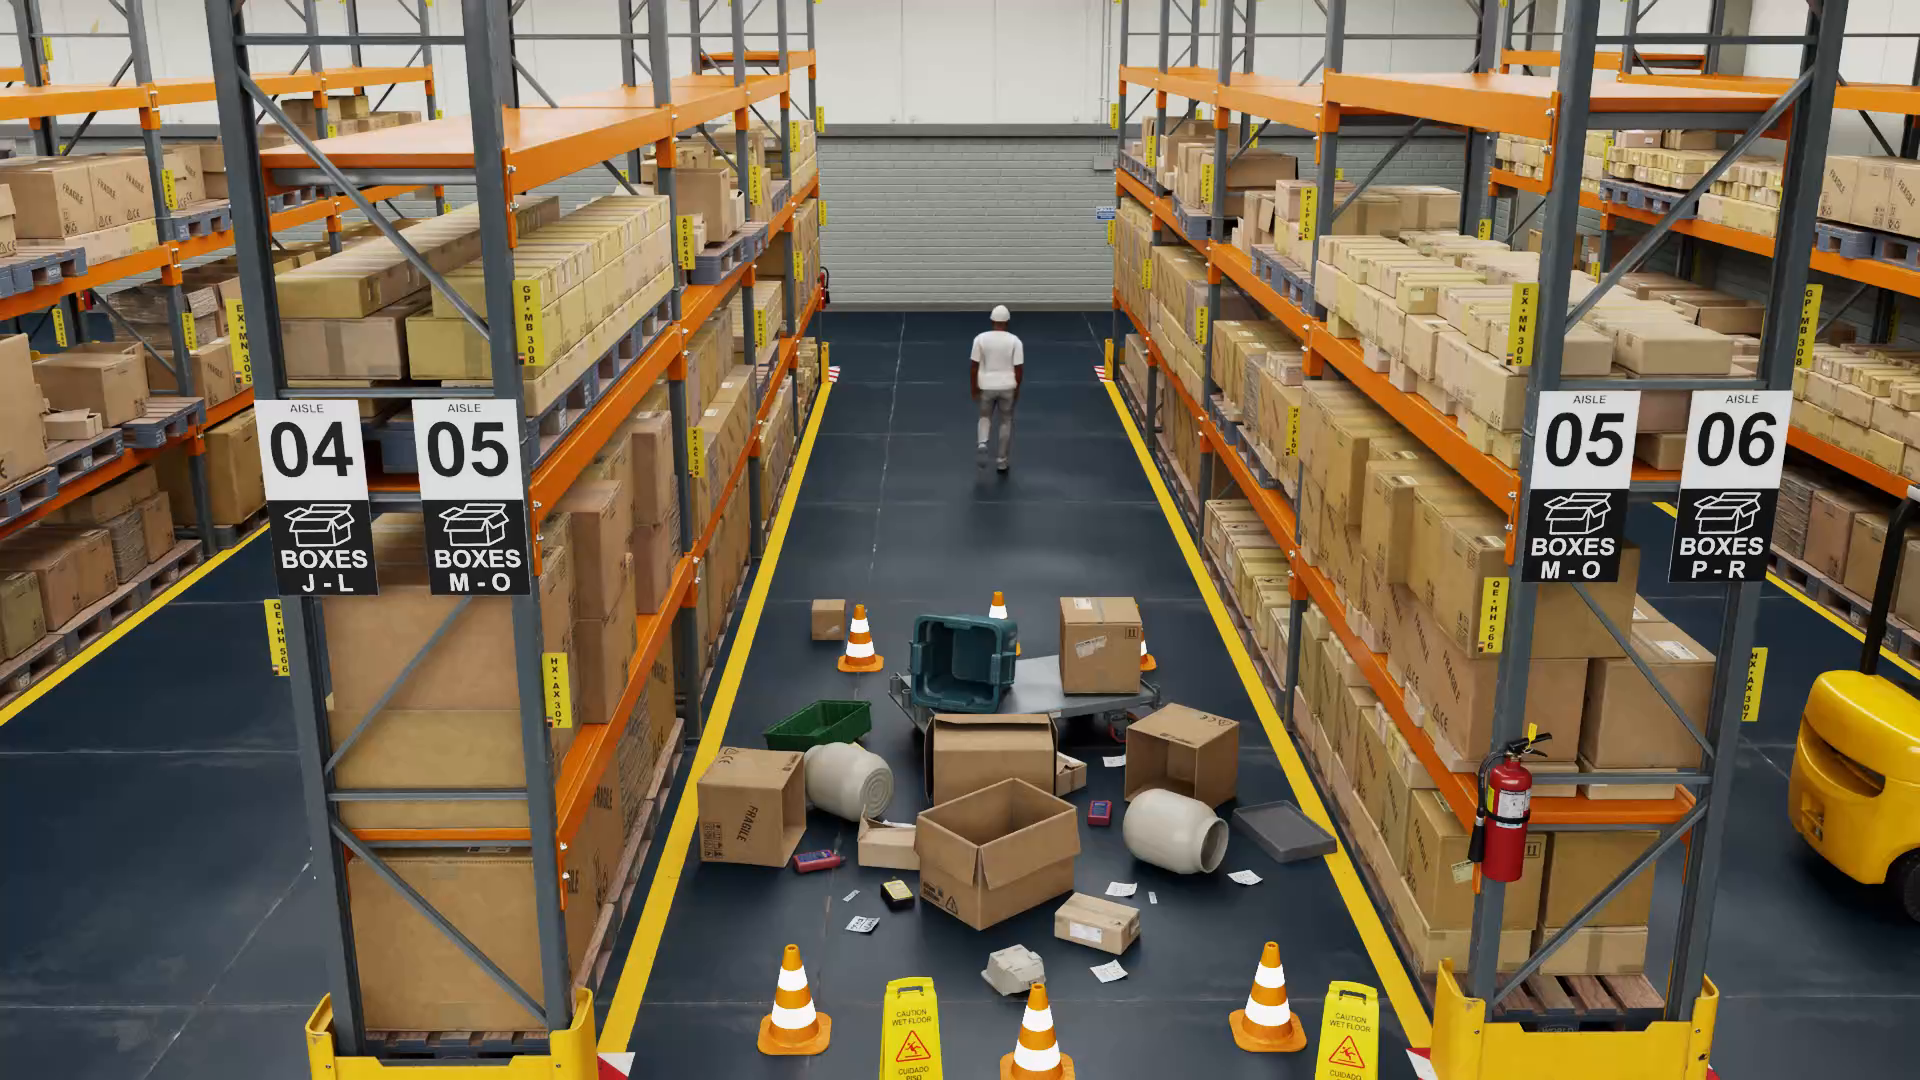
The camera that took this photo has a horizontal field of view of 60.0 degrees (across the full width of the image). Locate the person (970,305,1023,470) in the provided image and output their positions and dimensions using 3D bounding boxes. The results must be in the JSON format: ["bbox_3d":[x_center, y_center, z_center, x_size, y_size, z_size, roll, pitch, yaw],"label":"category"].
[{"bbox_3d":[0.383,-1.606,17.668,0.575,1.756,0.543,3,17,10],"label":"person"}]
